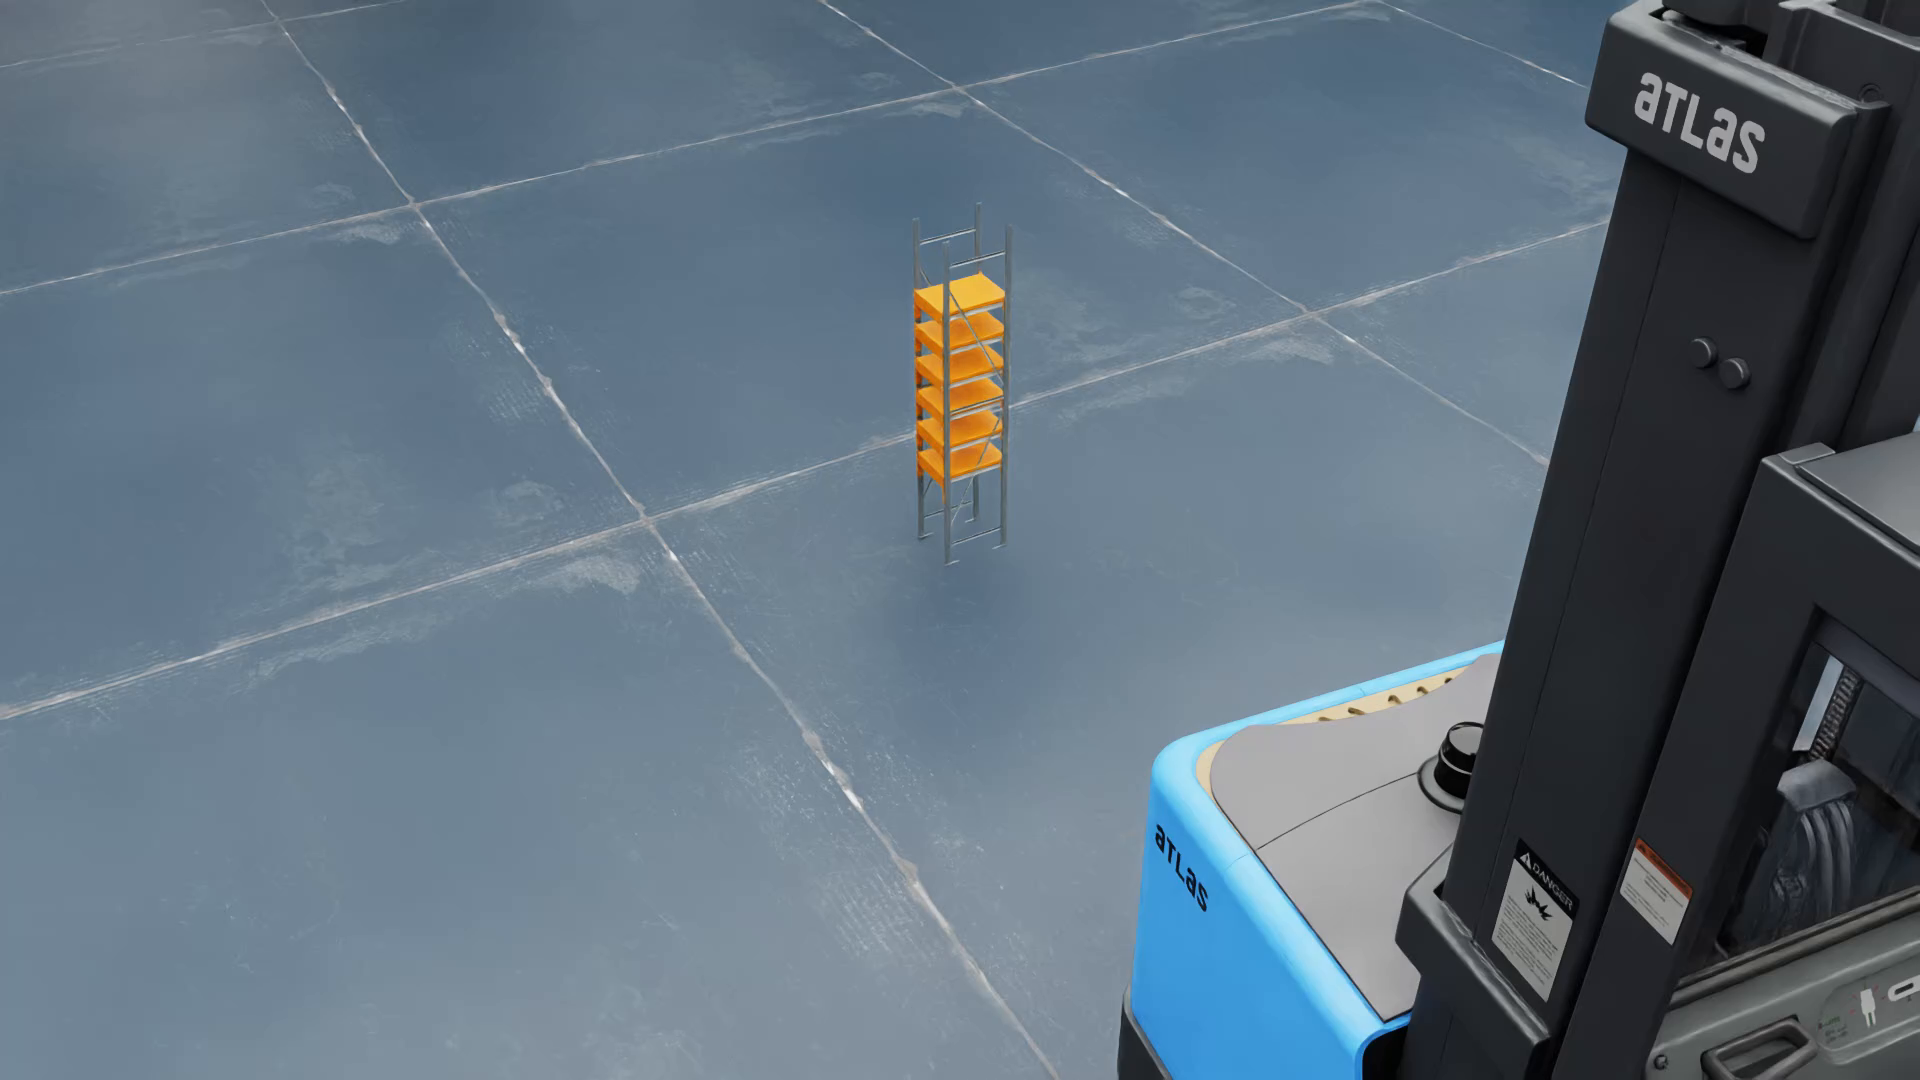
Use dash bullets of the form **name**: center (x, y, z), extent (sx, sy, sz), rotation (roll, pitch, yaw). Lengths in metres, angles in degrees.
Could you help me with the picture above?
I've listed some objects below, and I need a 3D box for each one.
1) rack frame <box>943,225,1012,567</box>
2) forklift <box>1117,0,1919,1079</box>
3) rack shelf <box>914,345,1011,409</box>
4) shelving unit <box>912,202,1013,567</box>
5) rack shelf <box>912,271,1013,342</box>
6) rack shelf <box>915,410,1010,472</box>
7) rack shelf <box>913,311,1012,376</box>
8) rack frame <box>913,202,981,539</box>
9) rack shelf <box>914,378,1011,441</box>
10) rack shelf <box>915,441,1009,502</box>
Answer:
- **rack frame**: center (0.053, -0.430, 5.322), extent (0.240, 1.200, 0.006), rotation (-19, 40, -24)
- **forklift**: center (1.409, 0.790, 2.183), extent (1.130, 2.935, 3.031), rotation (-14, 38, -18)
- **rack shelf**: center (0.007, -0.538, 5.341), extent (0.258, 0.103, 0.180), rotation (-19, 40, -24)
- **shelving unit**: center (0.007, -0.477, 5.386), extent (0.258, 1.200, 0.189), rotation (-19, 40, -24)
- **rack shelf**: center (0.007, -0.732, 5.200), extent (0.258, 0.103, 0.180), rotation (-19, 40, -24)
- **rack shelf**: center (0.007, -0.344, 5.483), extent (0.258, 0.103, 0.180), rotation (-19, 40, -24)
- **rack shelf**: center (0.007, -0.635, 5.271), extent (0.258, 0.103, 0.180), rotation (-19, 40, -24)
- **rack frame**: center (-0.039, -0.524, 5.450), extent (0.240, 1.200, 0.006), rotation (-19, 40, -24)
- **rack shelf**: center (0.007, -0.441, 5.412), extent (0.258, 0.103, 0.180), rotation (-19, 40, -24)
- **rack shelf**: center (0.007, -0.247, 5.554), extent (0.258, 0.103, 0.180), rotation (-19, 40, -24)
